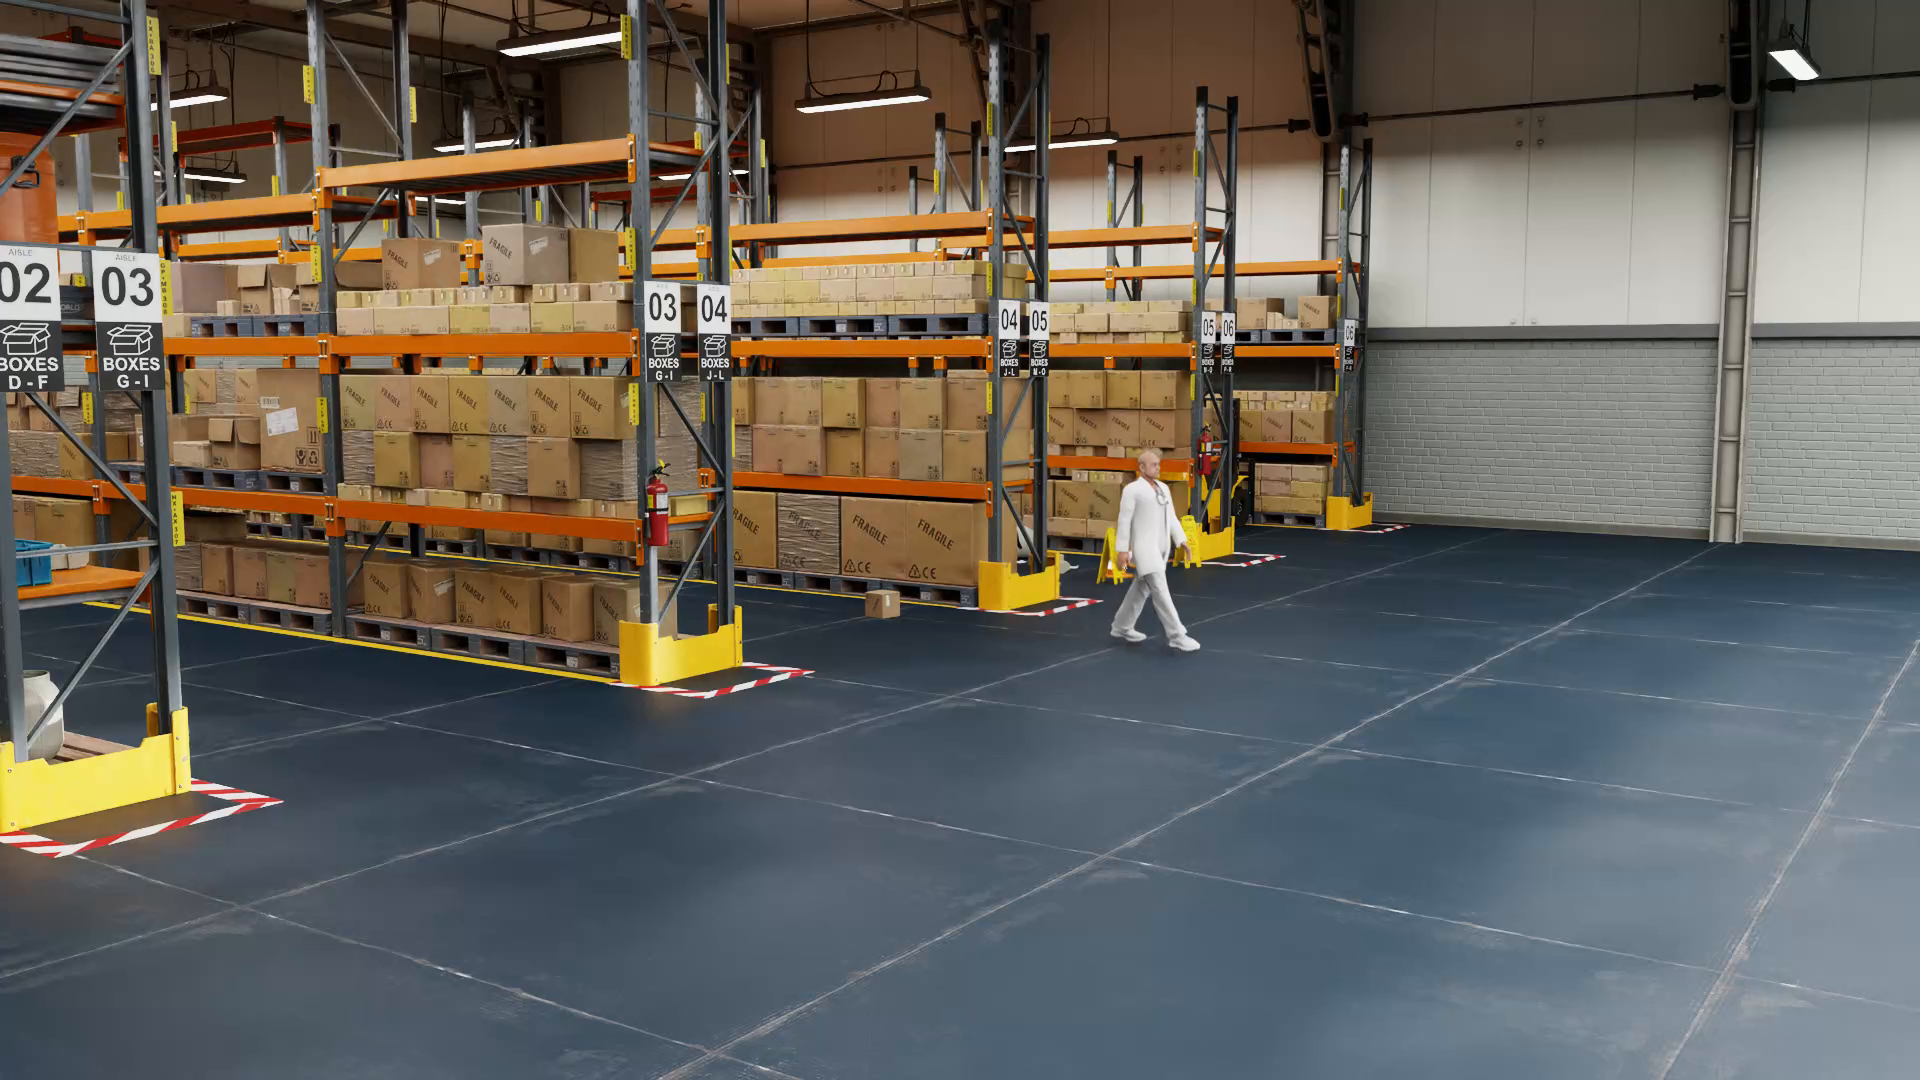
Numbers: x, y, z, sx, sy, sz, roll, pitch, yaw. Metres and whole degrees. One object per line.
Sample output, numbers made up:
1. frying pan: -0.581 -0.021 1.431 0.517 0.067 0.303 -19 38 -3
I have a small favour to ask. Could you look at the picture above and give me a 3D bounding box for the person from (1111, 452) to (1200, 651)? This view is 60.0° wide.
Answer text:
1. person: 1.776 0.085 14.813 1.096 1.727 0.607 6 8 43
